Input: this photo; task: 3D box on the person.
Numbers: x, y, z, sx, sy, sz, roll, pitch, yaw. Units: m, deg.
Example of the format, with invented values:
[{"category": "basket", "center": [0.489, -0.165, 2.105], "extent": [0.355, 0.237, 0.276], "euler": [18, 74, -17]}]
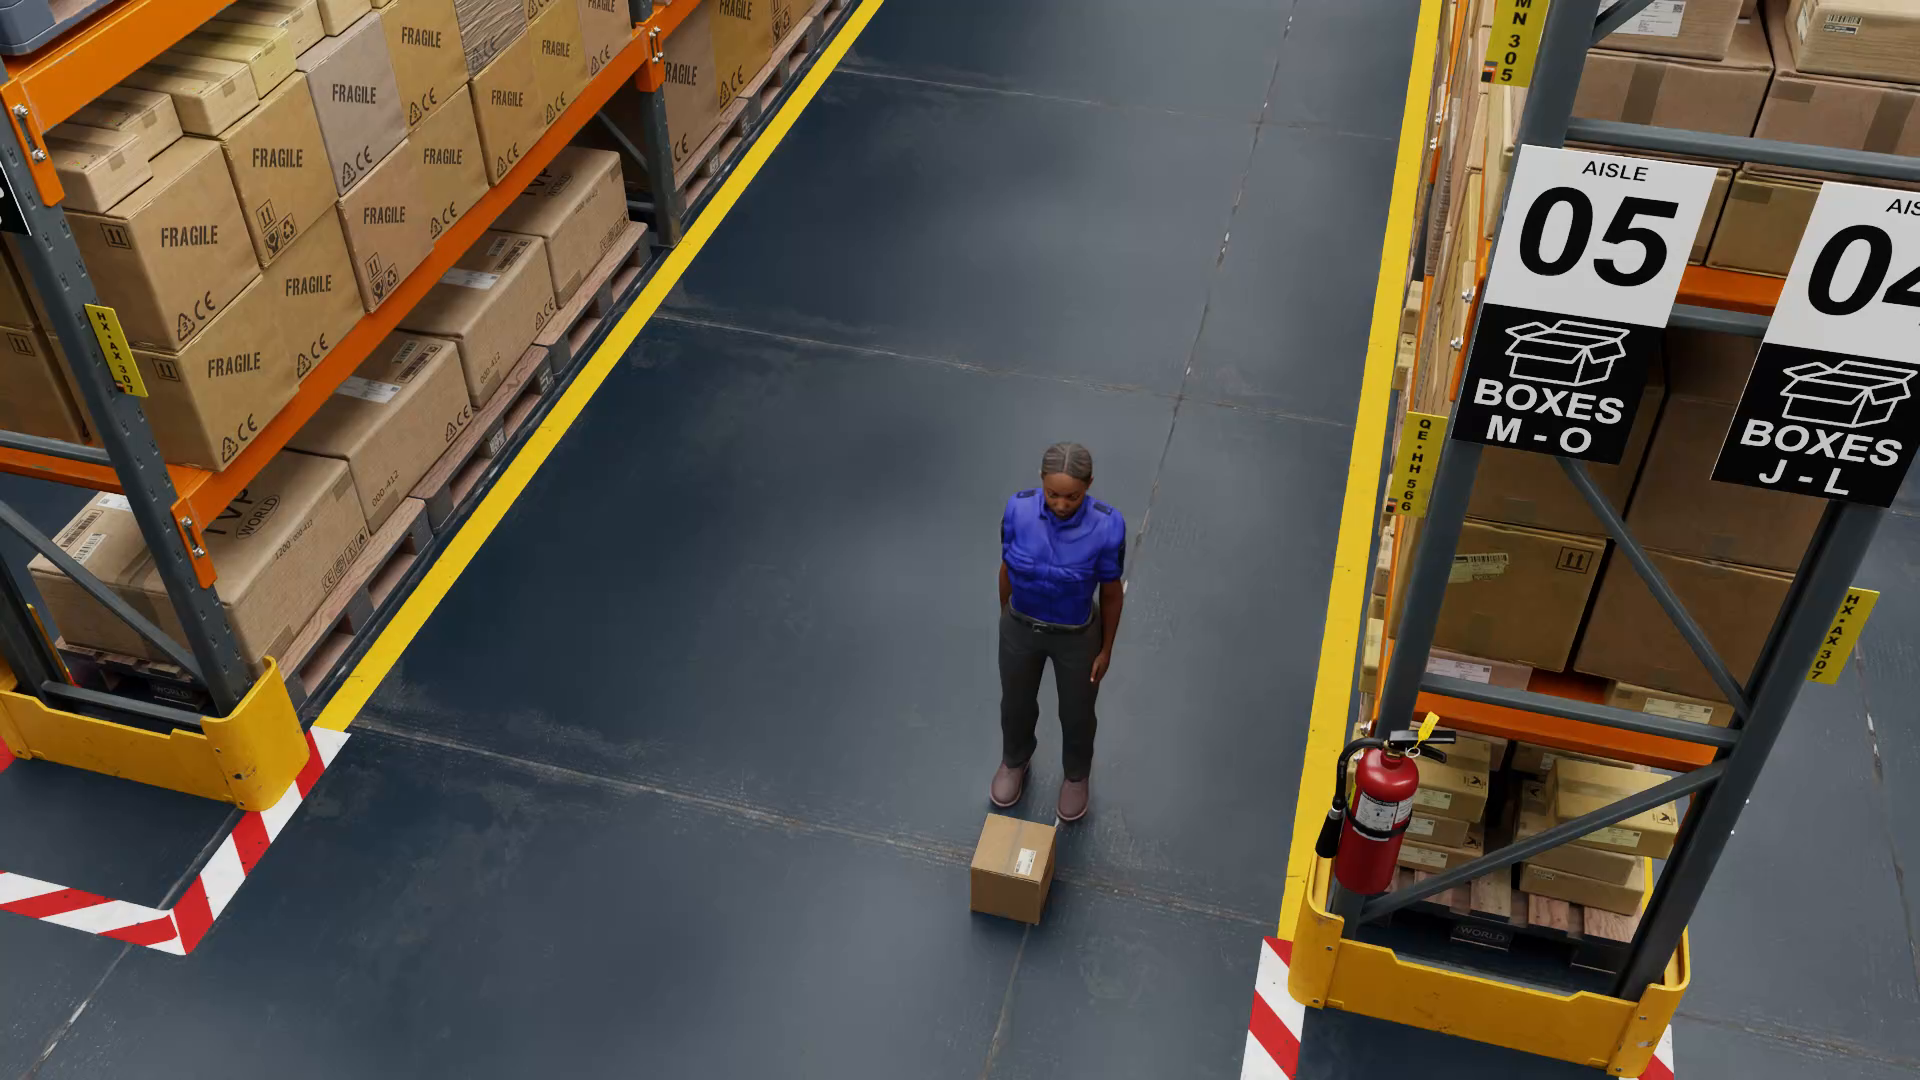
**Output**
[{"category": "person", "center": [0.337, 0.328, 5.793], "extent": [0.438, 1.658, 0.300], "euler": [11, 42, 12]}]
